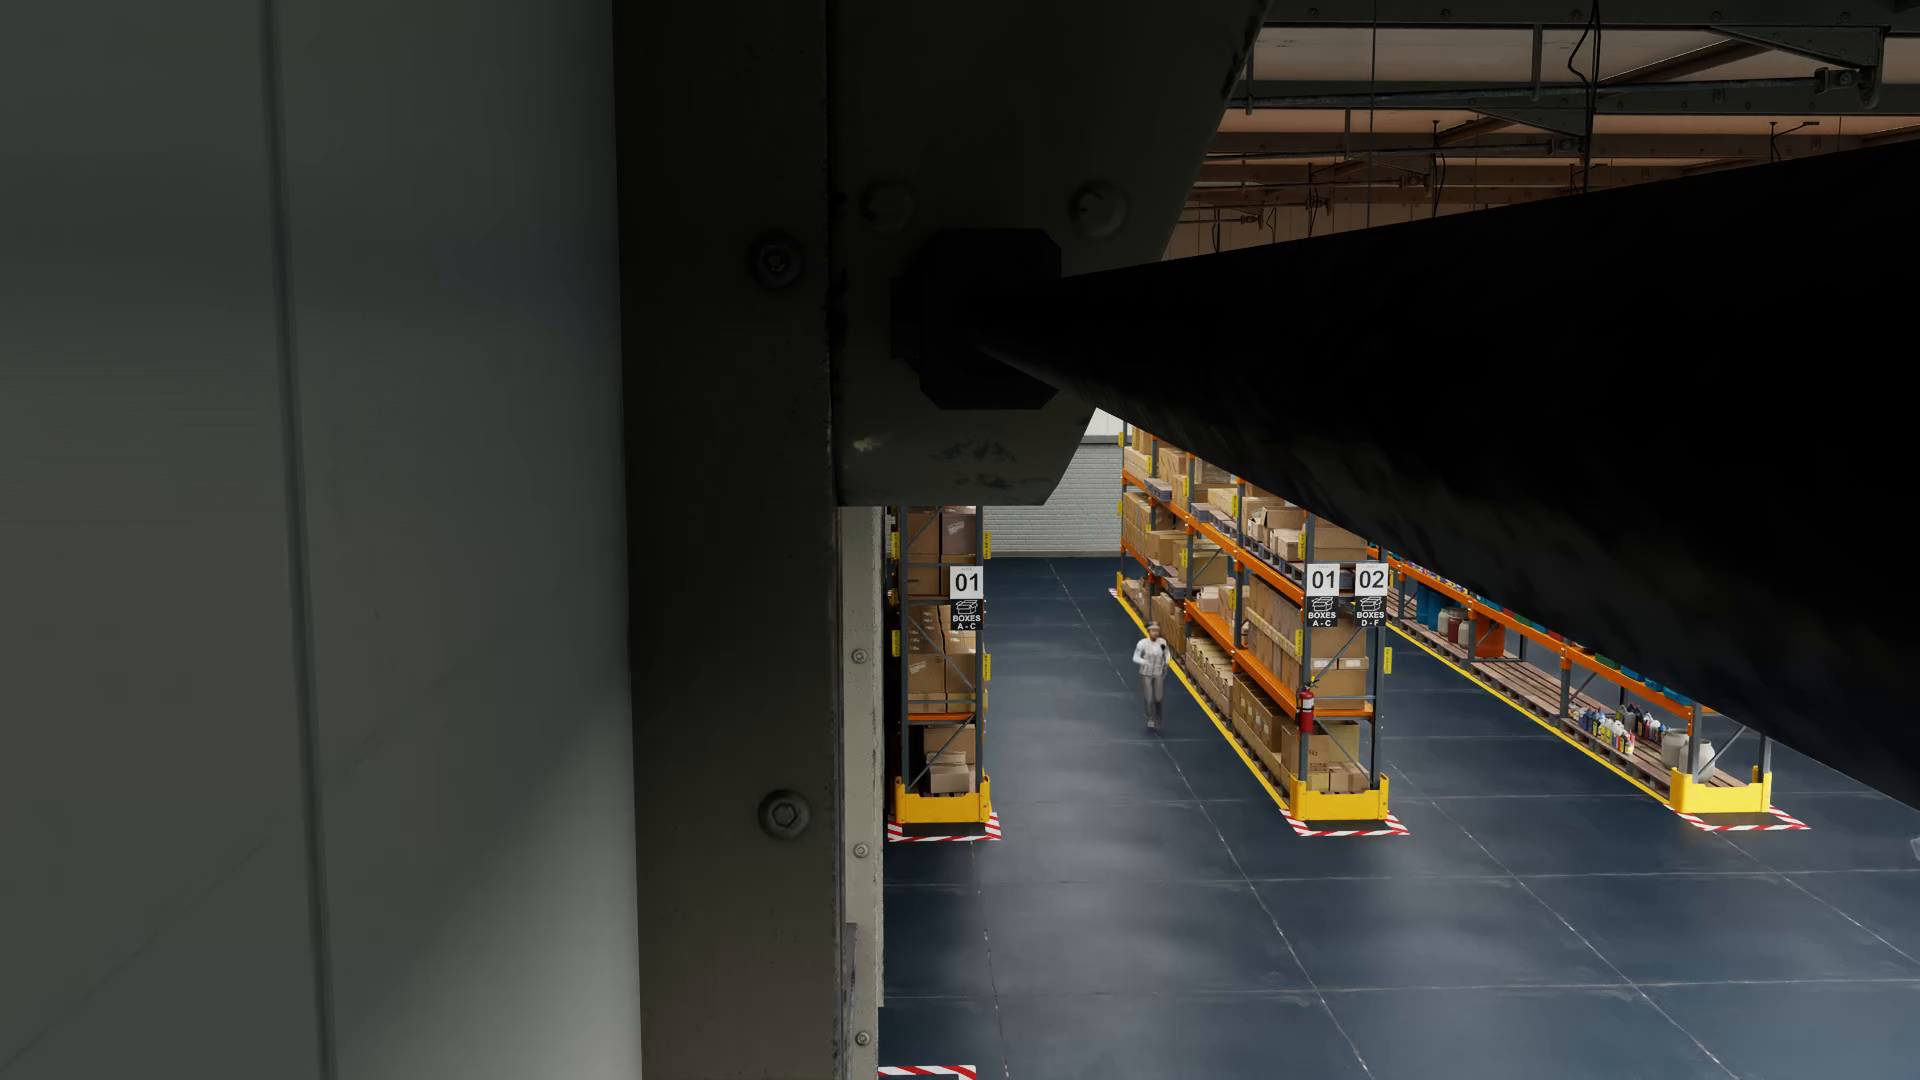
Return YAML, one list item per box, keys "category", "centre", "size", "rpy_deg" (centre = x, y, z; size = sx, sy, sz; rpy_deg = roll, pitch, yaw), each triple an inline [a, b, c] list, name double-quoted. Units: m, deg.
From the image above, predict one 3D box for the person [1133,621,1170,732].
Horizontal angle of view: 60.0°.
- category: "person"
  centre: [2.866, 2.032, 24.777]
  size: [0.583, 1.693, 0.631]
  rpy_deg: [0, 8, -2]

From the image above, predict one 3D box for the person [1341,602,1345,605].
- category: "person"
  centre: [6.708, 1.270, 29.854]
  size: [0.690, 1.809, 0.909]
  rpy_deg: [-2, 8, -13]
